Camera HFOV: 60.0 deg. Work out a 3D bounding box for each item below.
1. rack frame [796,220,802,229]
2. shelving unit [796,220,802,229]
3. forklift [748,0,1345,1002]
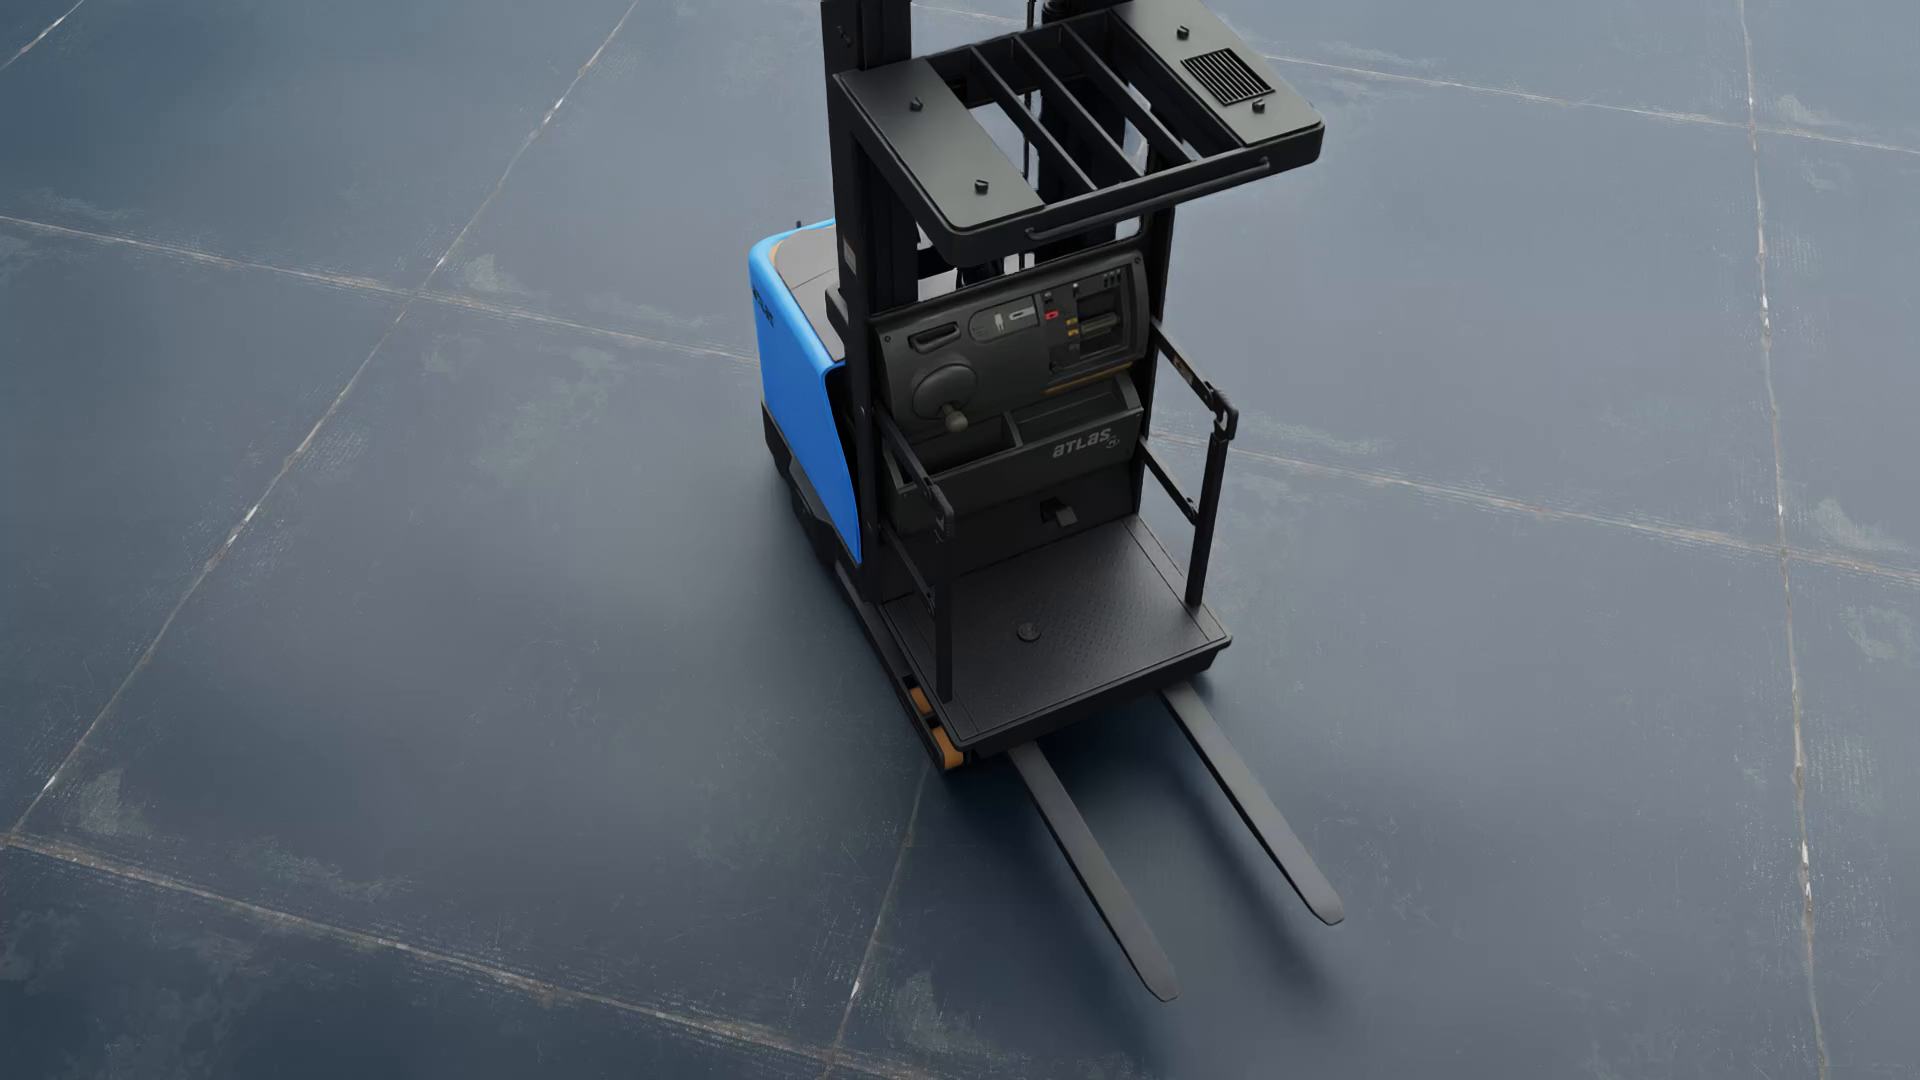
[{"bbox_3d":[-0.540,-1.002,6.953,0.240,0.900,0.006,-20,51,-17],"label":"rack frame"},{"bbox_3d":[-0.497,-0.933,6.892,0.258,0.900,0.210,-20,51,-17],"label":"shelving unit"},{"bbox_3d":[0.278,-0.532,5.183,1.130,2.935,3.031,-20,51,-17],"label":"forklift"}]
